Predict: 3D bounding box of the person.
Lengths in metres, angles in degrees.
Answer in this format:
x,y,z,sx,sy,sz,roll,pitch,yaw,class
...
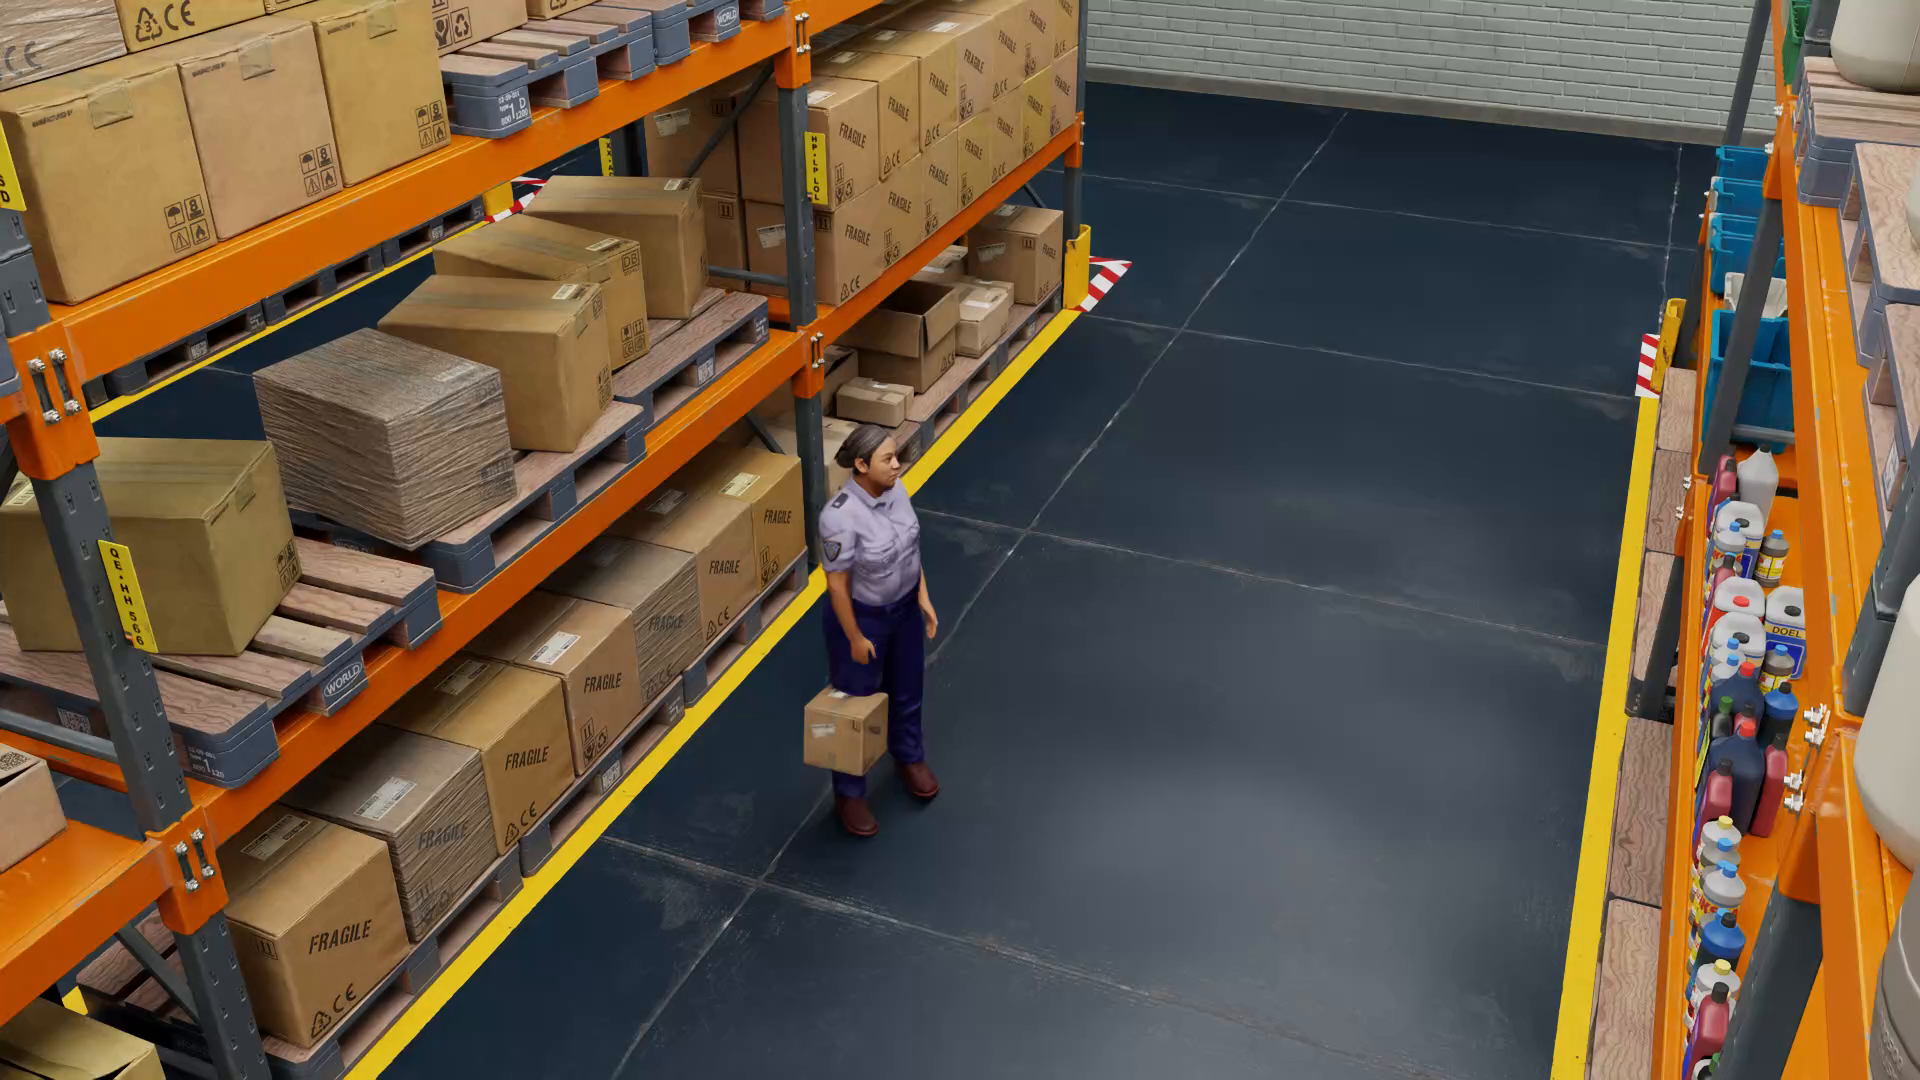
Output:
x,y,z,sx,sy,sz,roll,pitch,yaw,class
-0.334,0.337,6.518,0.434,1.661,0.552,20,35,30,person
